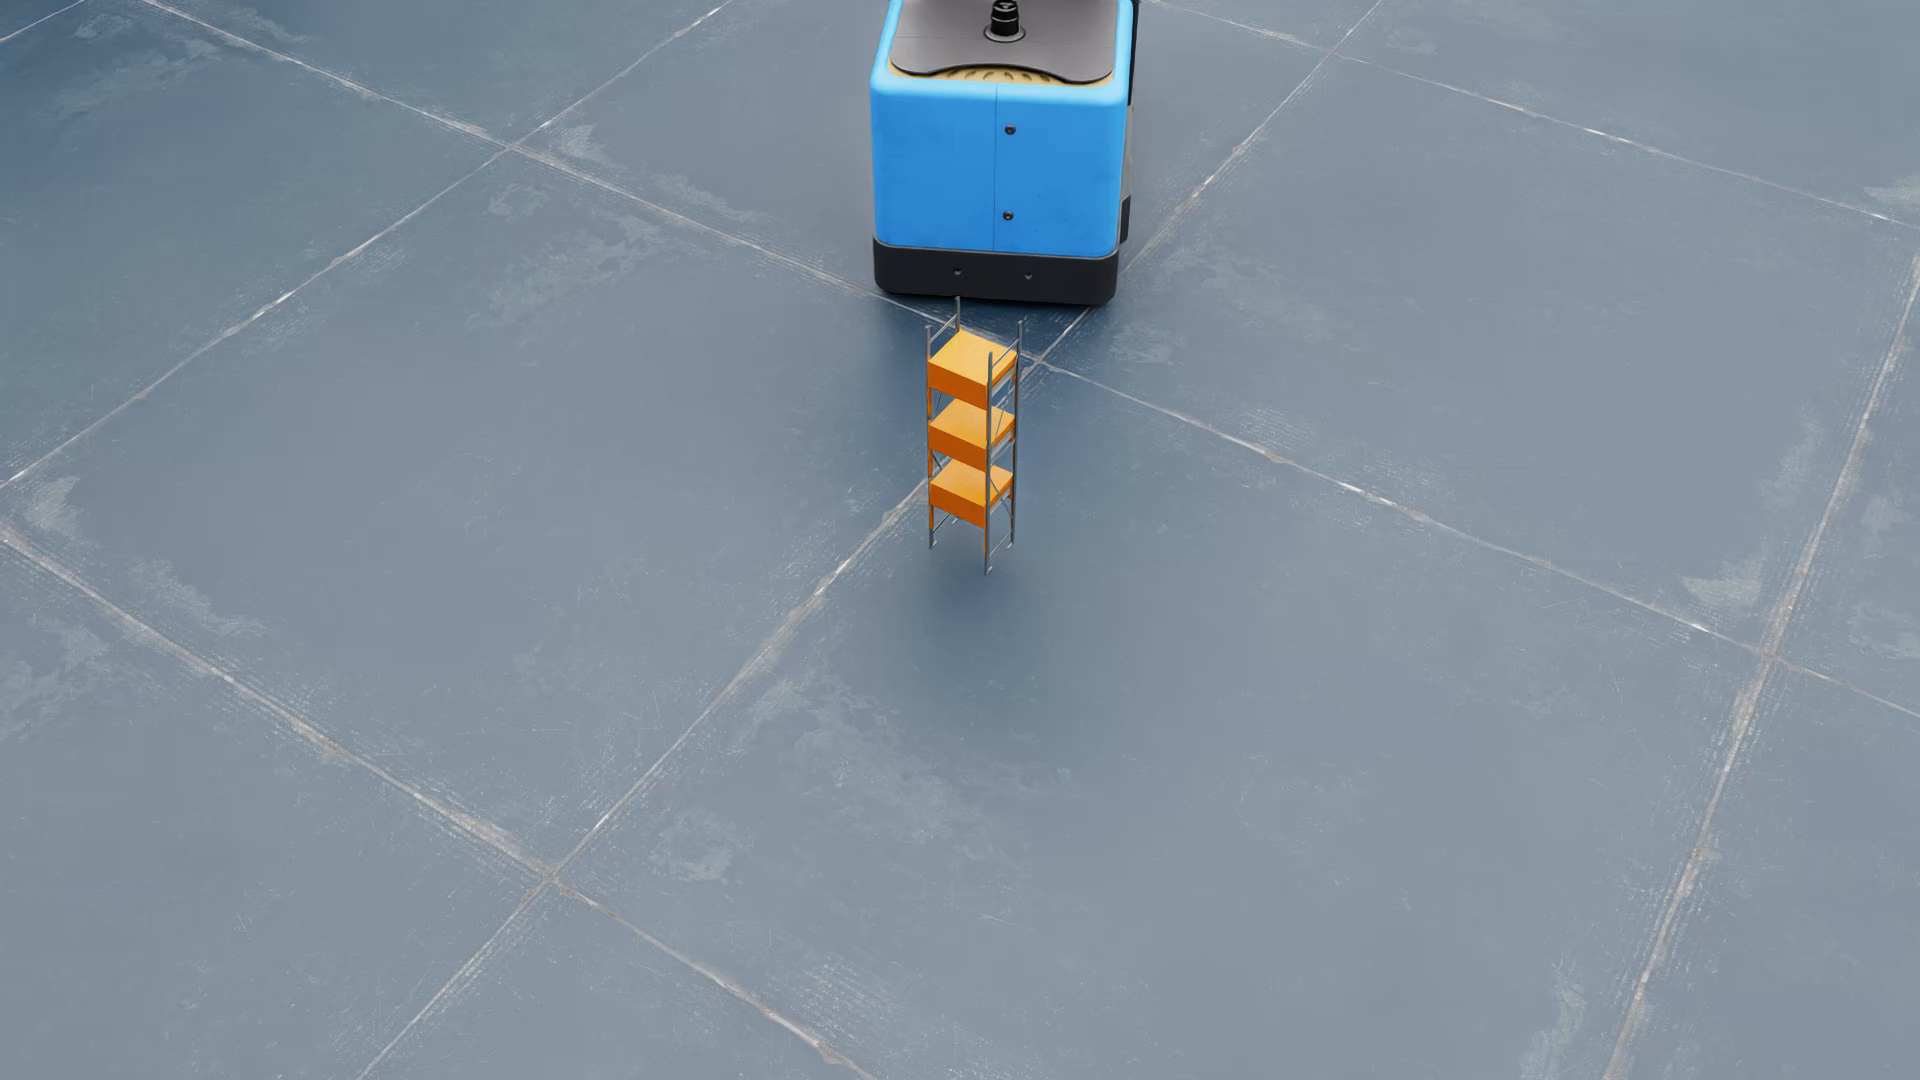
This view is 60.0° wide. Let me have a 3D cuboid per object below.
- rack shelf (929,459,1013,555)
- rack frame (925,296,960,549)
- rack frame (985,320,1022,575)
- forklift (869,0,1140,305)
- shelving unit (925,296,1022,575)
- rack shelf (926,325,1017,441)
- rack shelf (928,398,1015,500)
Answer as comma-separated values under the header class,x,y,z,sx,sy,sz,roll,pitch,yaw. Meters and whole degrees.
class,x,y,z,sx,sy,sz,roll,pitch,yaw
rack shelf,0.045,-0.144,6.060,0.240,0.259,0.215,25,51,22
rack frame,-0.058,-0.392,5.899,0.008,1.050,0.200,25,51,22
rack frame,0.148,-0.298,5.807,0.008,1.050,0.200,25,51,22
forklift,0.292,-3.089,7.208,1.130,2.935,3.031,4,46,4
shelving unit,0.045,-0.345,5.853,0.252,1.050,0.215,25,51,22
rack shelf,0.045,-0.536,5.657,0.240,0.259,0.215,25,51,22
rack shelf,0.045,-0.338,5.861,0.240,0.259,0.215,25,51,22
